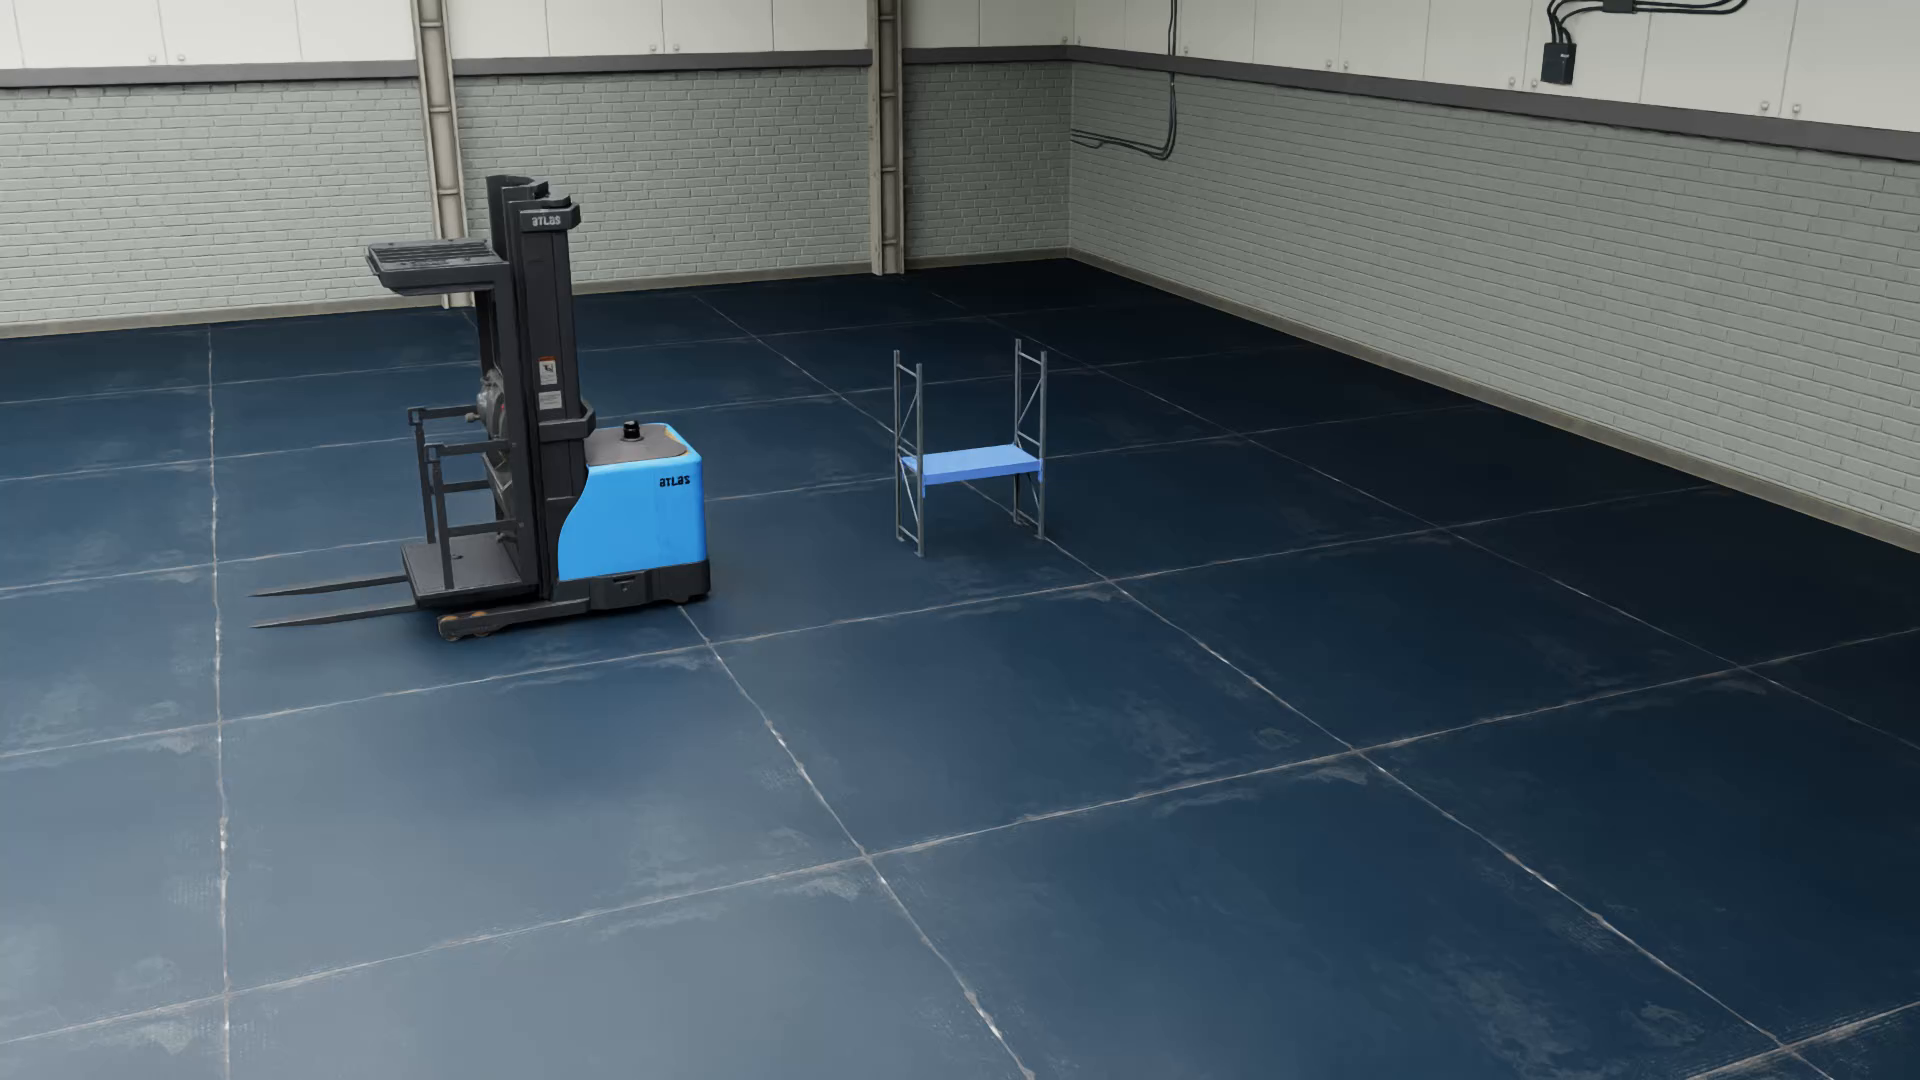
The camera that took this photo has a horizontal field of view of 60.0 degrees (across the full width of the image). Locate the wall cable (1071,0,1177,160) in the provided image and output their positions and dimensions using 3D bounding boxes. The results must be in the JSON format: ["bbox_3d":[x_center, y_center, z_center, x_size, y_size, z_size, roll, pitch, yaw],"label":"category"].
[{"bbox_3d":[2.191,-6.615,22.937,0.112,2.526,3.097,-8,21,-22],"label":"wall cable"}]

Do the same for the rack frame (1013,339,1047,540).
[{"bbox_3d":[0.545,-0.786,12.995,0.032,1.500,0.500,-8,21,-22],"label":"rack frame"}]

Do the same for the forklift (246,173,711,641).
[{"bbox_3d":[-3.337,-0.907,11.186,3.031,2.935,1.130,-8,21,-22],"label":"forklift"}]

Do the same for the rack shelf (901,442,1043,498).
[{"bbox_3d":[0.078,-0.549,12.865,1.000,0.185,0.538,-8,21,-22],"label":"rack shelf"}]

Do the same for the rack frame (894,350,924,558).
[{"bbox_3d":[-0.388,-0.652,12.615,0.032,1.500,0.500,-8,21,-22],"label":"rack frame"}]

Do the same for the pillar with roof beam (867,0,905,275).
[{"bbox_3d":[0.667,-6.783,18.737,0.400,9.000,9.100,-8,21,-22],"label":"pillar with roof beam"}]

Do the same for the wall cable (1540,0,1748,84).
[{"bbox_3d":[5.937,-6.787,13.628,0.169,6.003,2.305,-8,21,-22],"label":"wall cable"}]

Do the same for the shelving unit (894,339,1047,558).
[{"bbox_3d":[0.078,-0.719,12.805,1.048,1.500,0.538,-8,21,-22],"label":"shelving unit"}]

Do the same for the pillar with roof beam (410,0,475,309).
[{"bbox_3d":[-4.842,-5.994,16.495,0.400,9.000,9.100,-8,21,-22],"label":"pillar with roof beam"}]
